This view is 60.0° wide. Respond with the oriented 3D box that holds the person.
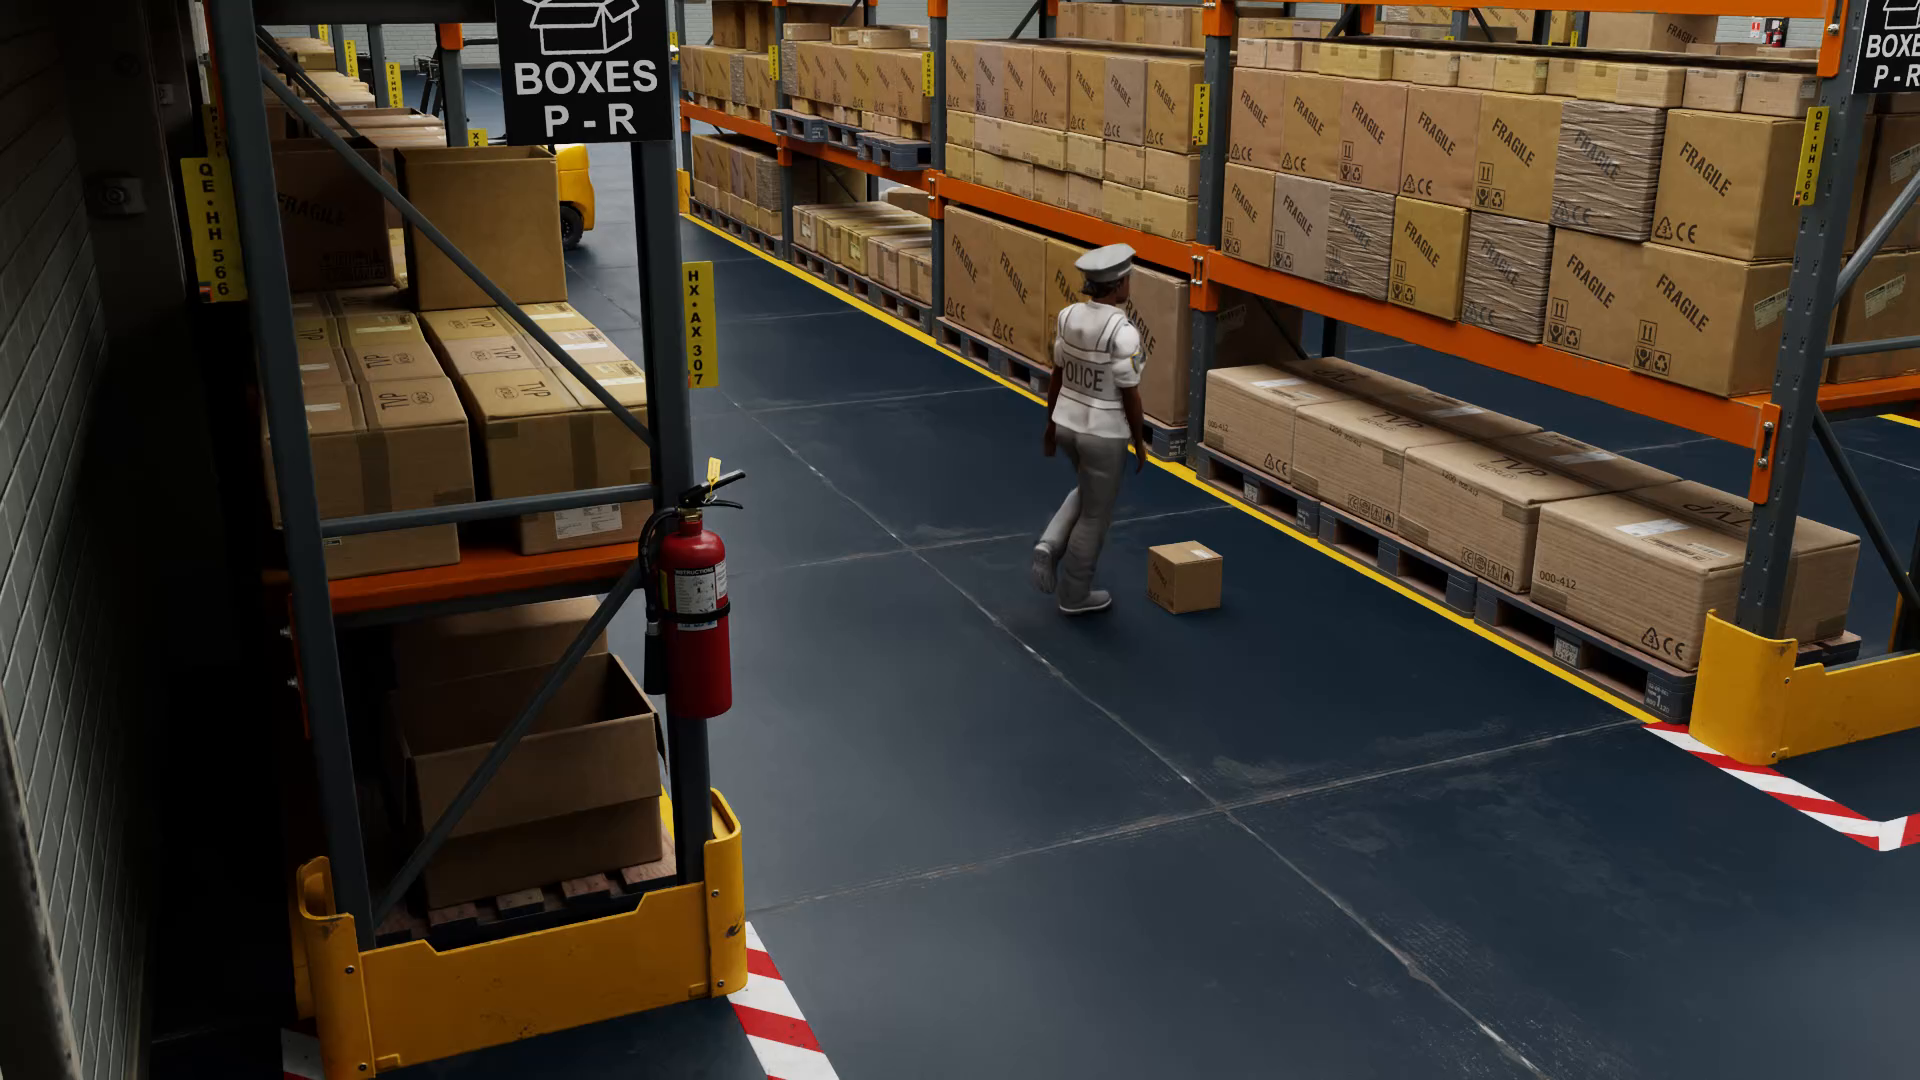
[{"bbox_3d":[0.626,-0.474,7.354,0.462,1.678,0.531,-14,23,-35],"label":"person"}]
